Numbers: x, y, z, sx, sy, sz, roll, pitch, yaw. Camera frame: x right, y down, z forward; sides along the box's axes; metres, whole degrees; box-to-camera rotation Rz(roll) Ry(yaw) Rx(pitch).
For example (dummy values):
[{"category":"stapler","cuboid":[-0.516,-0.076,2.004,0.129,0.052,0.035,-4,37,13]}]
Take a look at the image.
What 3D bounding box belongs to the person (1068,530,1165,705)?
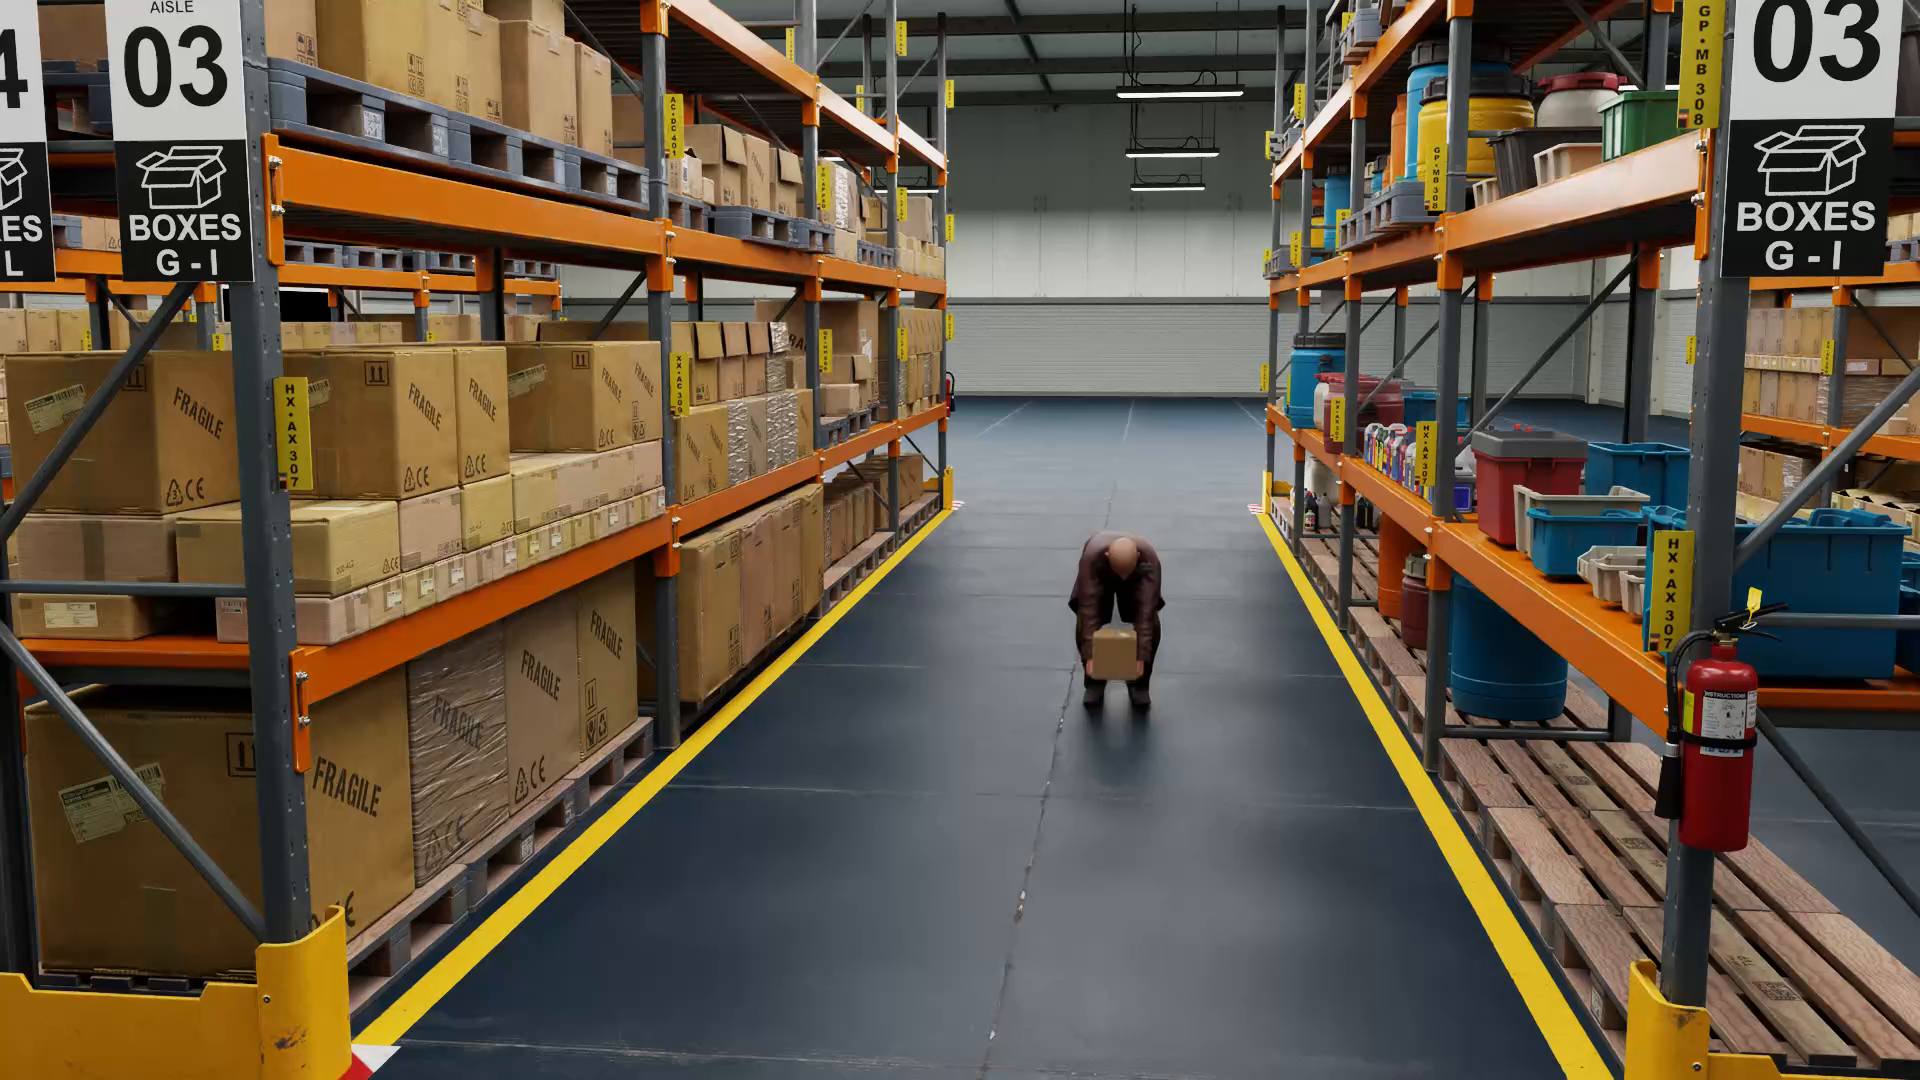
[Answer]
[{"category":"person","cuboid":[0.939,0.476,9.921,0.590,1.071,0.943,0,7,3]}]
